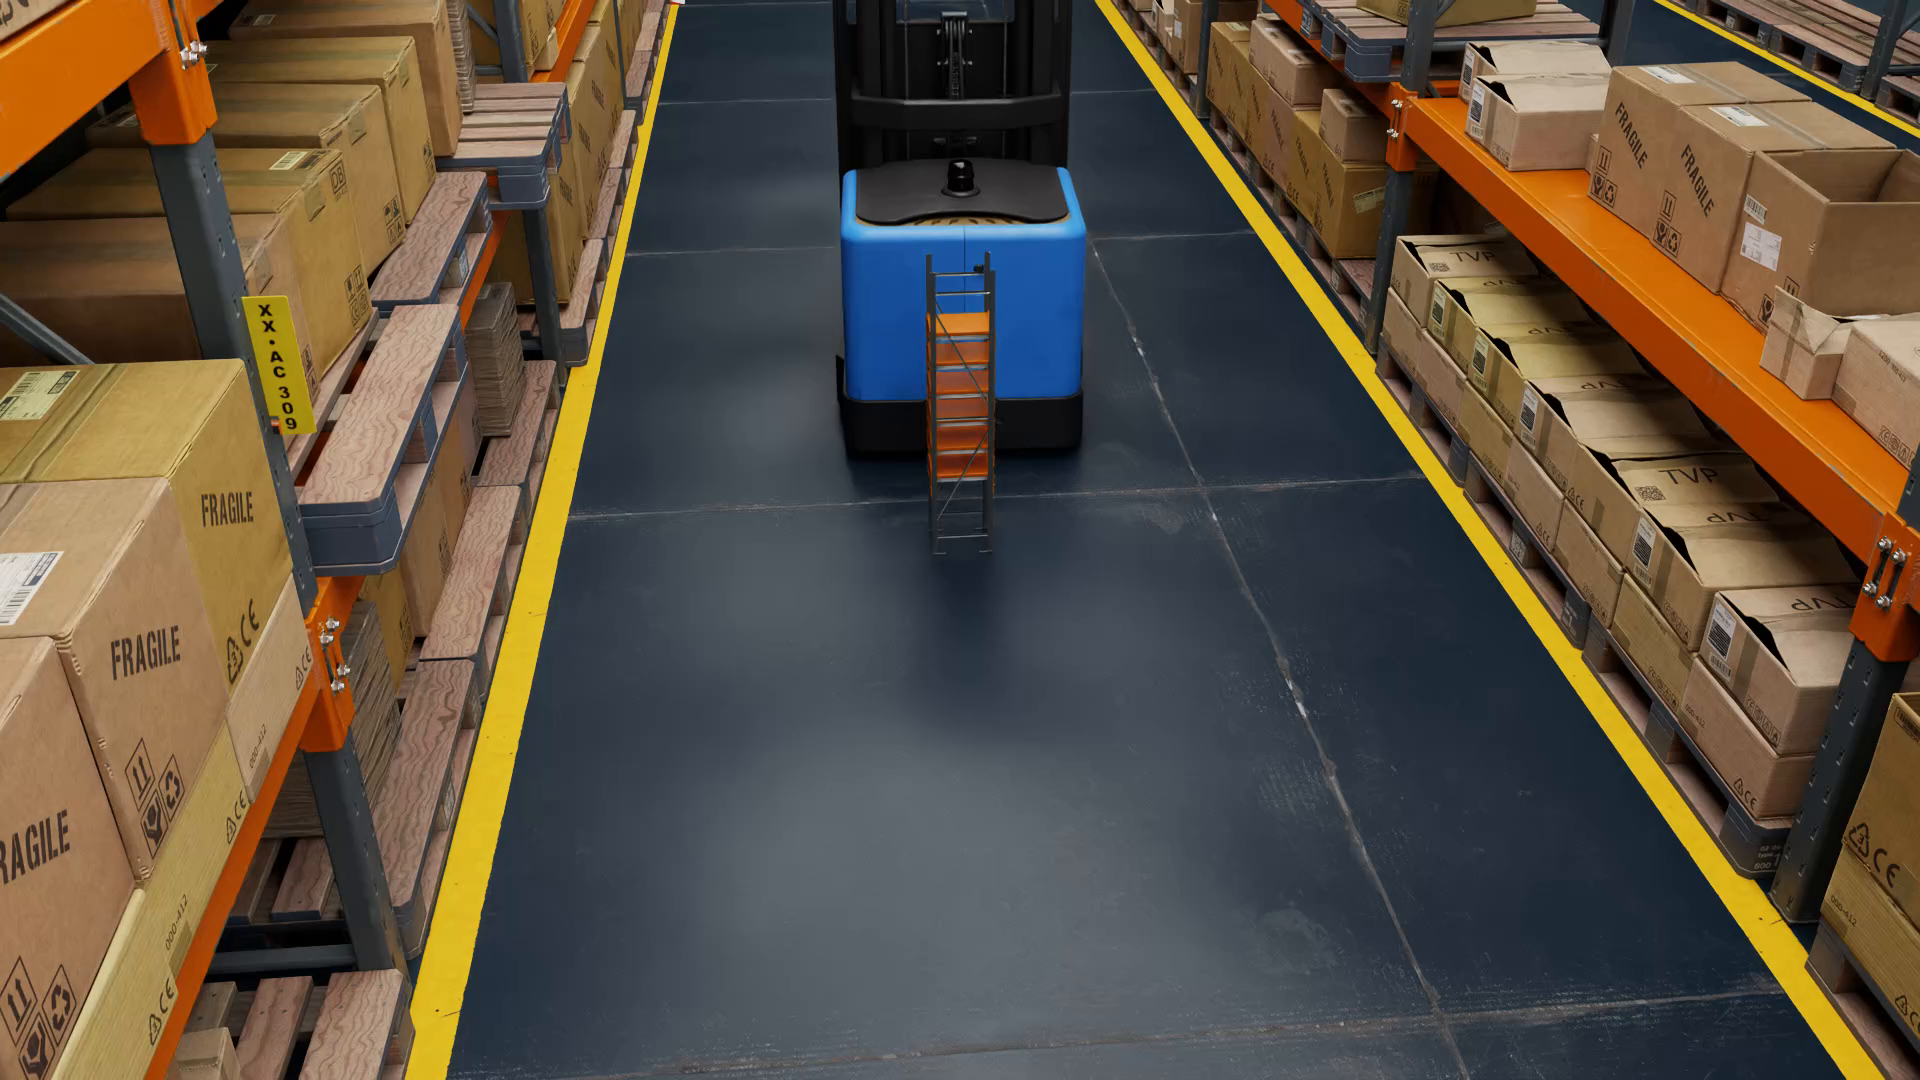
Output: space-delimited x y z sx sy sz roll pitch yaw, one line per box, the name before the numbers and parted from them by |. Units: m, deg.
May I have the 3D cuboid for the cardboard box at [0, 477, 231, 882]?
cardboard box | -1.615 0.240 2.818 0.500 0.500 0.500 -3 31 -5

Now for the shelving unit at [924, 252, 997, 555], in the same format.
shelving unit | 0.001 -0.508 6.430 0.258 1.200 0.189 -3 31 -5

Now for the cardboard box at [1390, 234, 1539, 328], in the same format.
cardboard box | 2.295 -1.215 7.584 0.500 0.311 0.500 -2 31 -3

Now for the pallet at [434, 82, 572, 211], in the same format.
pallet | -2.220 -1.576 6.650 1.213 0.211 1.003 -3 31 -5

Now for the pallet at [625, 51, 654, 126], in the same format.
pallet | -2.760 -3.254 11.992 1.003 0.211 1.213 -3 31 -5

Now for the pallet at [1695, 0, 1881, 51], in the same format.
pallet | 6.873 -4.335 13.801 1.003 0.211 1.213 -3 31 -5

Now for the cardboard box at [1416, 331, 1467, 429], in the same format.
cardboard box | 2.343 -0.718 7.299 0.500 0.250 0.500 -4 31 -6

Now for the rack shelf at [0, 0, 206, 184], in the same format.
rack shelf | -1.832 0.067 1.488 1.077 0.370 4.000 -3 31 -5

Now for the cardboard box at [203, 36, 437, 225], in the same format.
cardboard box | -2.201 -1.374 5.599 0.700 0.500 0.500 -3 31 -5

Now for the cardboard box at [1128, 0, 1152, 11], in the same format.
cardboard box | 1.653 -4.547 13.690 0.500 0.250 0.500 -3 31 -5

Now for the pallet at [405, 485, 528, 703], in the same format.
pallet | -2.211 0.201 6.208 1.003 0.211 1.213 -3 31 -5

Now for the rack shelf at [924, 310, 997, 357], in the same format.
rack shelf | 0.001 -0.779 6.268 0.258 0.103 0.180 -3 31 -5

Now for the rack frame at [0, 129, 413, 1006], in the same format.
rack frame | -2.019 0.025 3.783 1.000 3.000 0.127 -3 31 -5

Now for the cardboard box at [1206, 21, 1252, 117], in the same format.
cardboard box | 1.968 -3.155 11.116 0.500 0.500 0.500 -4 31 -7

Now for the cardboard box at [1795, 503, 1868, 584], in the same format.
cardboard box | 3.080 0.067 5.438 0.500 0.311 0.500 -3 31 -5

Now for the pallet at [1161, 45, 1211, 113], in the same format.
pallet | 2.102 -3.452 12.323 1.003 0.211 1.213 -3 31 -5

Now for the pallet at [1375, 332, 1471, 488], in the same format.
pallet | 2.577 -0.637 7.610 1.003 0.211 1.213 -3 31 -5

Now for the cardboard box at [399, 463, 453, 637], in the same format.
cardboard box | -2.210 0.011 5.816 0.700 0.500 0.500 -2 31 -4

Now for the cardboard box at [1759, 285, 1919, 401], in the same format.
cardboard box | 2.647 -0.596 4.954 0.396 0.266 0.258 -3 31 -6

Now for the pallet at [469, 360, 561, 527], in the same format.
pallet | -2.321 -0.421 7.249 1.003 0.211 1.213 -3 31 -5

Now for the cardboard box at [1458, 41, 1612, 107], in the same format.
cardboard box | 2.529 -2.030 7.311 0.500 0.311 0.500 -1 31 -1

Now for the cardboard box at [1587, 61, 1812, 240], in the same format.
cardboard box | 2.712 -1.443 6.144 0.500 0.500 0.500 -4 31 -7

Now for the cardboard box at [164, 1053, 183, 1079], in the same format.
cardboard box | -1.882 1.438 3.427 0.500 0.500 0.500 -5 31 -8

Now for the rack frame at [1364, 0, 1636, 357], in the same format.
rack frame | 2.539 -2.256 7.602 1.000 3.000 0.127 -3 31 -5

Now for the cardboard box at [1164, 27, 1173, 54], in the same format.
cardboard box | 1.735 -3.729 12.419 0.380 0.149 0.250 -3 31 -5

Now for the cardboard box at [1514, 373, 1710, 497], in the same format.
cardboard box | 2.447 -0.425 6.261 0.500 0.311 0.500 -3 31 -5

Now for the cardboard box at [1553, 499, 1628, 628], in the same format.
cardboard box | 2.491 0.069 5.981 0.500 0.250 0.500 -2 31 -3

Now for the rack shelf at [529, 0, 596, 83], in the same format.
rack shelf | -2.580 -2.729 9.096 1.077 0.370 4.000 -3 31 -5

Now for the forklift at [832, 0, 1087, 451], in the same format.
forklift | -0.045 -2.368 7.856 1.130 2.935 3.031 -1 31 -2

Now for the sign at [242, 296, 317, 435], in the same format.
sign | -1.480 -0.376 3.611 0.100 0.325 0.005 -3 31 -5

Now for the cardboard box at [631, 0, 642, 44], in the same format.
cardboard box | -2.824 -4.072 12.670 0.700 0.500 0.500 -2 31 -3

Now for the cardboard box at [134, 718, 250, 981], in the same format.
cardboard box | -1.635 0.563 3.009 0.500 0.250 0.500 -3 31 -4

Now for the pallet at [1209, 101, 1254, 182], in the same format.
pallet | 2.279 -2.688 11.044 1.003 0.211 1.213 -3 31 -5

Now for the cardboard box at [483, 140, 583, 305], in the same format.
cardboard box | -2.331 -1.656 8.284 0.750 0.750 0.750 -3 31 -5

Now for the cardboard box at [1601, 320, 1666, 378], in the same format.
cardboard box | 2.932 -0.718 6.752 0.500 0.311 0.500 -3 31 -5

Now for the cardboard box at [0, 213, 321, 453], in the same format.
cardboard box | -2.033 -0.468 4.082 0.700 0.500 0.500 -3 31 -4

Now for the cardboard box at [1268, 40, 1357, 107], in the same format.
cardboard box | 2.108 -2.711 9.640 0.500 0.250 0.500 -3 31 -6

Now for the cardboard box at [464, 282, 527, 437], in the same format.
cardboard box | -2.274 -0.768 7.118 0.700 0.500 0.500 -2 31 -4

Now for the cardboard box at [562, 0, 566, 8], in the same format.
cardboard box | -2.269 -2.978 8.403 0.500 0.500 0.500 -3 31 -5

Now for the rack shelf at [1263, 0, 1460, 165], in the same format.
rack shelf | 2.352 -2.968 9.496 1.077 0.370 4.000 -3 31 -5

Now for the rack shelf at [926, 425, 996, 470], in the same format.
rack shelf | 0.001 -0.367 6.514 0.258 0.103 0.180 -3 31 -5

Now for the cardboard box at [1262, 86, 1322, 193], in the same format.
cardboard box | 2.114 -2.370 9.801 0.500 0.500 0.500 -4 31 -6

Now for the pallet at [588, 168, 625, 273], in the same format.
pallet | -2.502 -1.847 9.637 1.003 0.211 1.213 -3 31 -5

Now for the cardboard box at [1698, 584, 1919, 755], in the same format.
cardboard box | 2.589 0.352 4.960 0.500 0.311 0.500 -3 31 -5

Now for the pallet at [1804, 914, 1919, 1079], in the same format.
pallet | 2.945 1.391 4.215 1.003 0.211 1.213 -3 31 -5

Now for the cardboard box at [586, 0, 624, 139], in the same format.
cardboard box | -2.577 -2.991 10.519 0.750 0.750 0.750 -2 31 -4

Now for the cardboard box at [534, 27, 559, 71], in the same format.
cardboard box | -2.149 -2.366 8.011 0.380 0.149 0.250 -2 31 -3

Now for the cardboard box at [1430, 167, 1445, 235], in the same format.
cardboard box | 2.726 -1.885 8.989 0.500 0.500 0.500 -4 31 -6
